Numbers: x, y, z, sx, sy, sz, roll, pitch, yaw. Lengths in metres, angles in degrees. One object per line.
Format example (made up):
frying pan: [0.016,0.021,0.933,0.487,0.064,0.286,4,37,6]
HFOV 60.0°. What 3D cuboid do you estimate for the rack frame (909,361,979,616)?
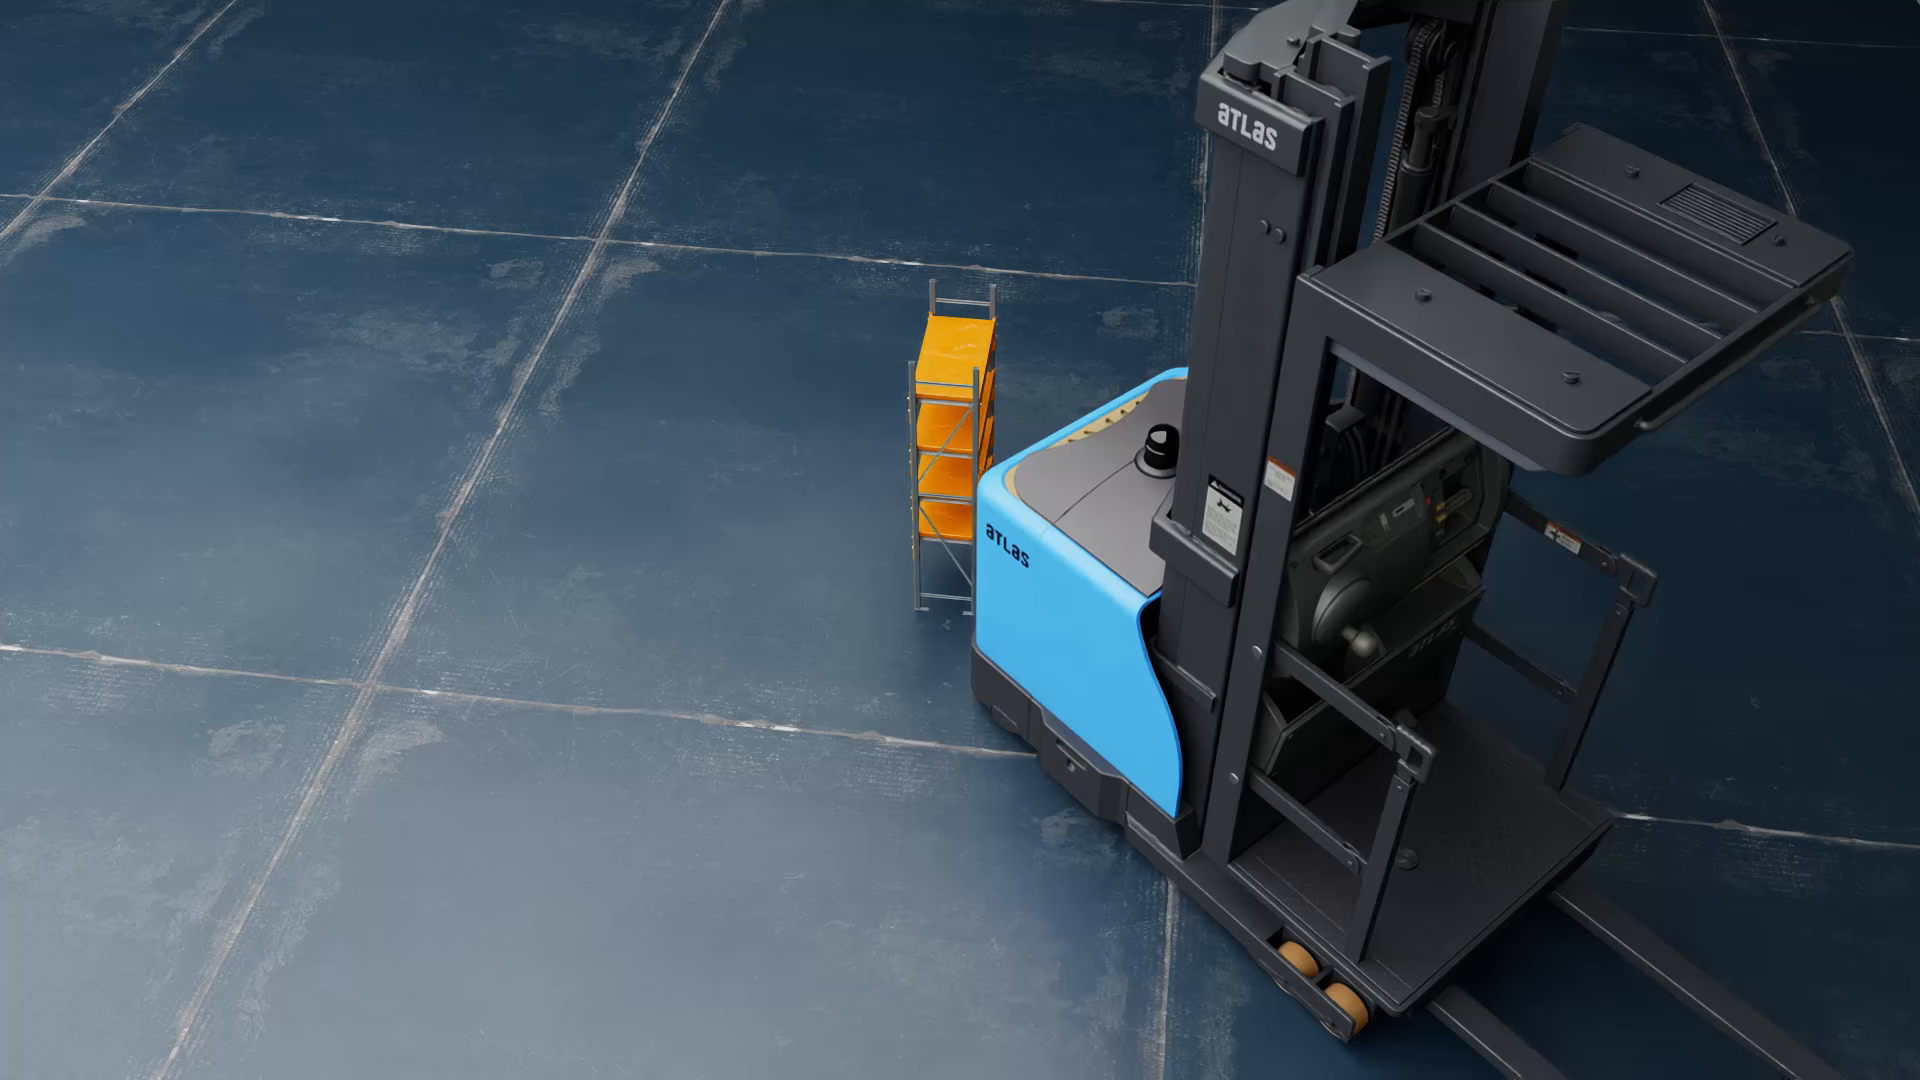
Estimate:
rack frame: [-0.054,-0.157,6.043,0.240,1.200,0.015,5,44,6]

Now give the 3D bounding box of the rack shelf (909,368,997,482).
rack shelf: [-0.022,-0.436,6.111,0.258,0.148,0.480,5,44,6]

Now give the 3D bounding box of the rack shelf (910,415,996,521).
rack shelf: [-0.022,-0.274,6.265,0.258,0.148,0.480,5,44,6]

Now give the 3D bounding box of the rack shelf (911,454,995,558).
rack shelf: [-0.022,-0.130,6.401,0.258,0.148,0.480,5,44,6]

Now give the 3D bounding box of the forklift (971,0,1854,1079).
forklift: [1.373,0.071,4.543,1.130,2.935,3.031,-30,51,-28]

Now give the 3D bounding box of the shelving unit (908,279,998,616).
shelving unit: [-0.022,-0.323,6.218,0.258,1.200,0.503,5,44,6]

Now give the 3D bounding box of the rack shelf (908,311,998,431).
rack shelf: [-0.022,-0.608,5.948,0.258,0.148,0.480,5,44,6]

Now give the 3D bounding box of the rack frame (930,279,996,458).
rack frame: [0.010,-0.489,6.394,0.240,1.200,0.015,5,44,6]
